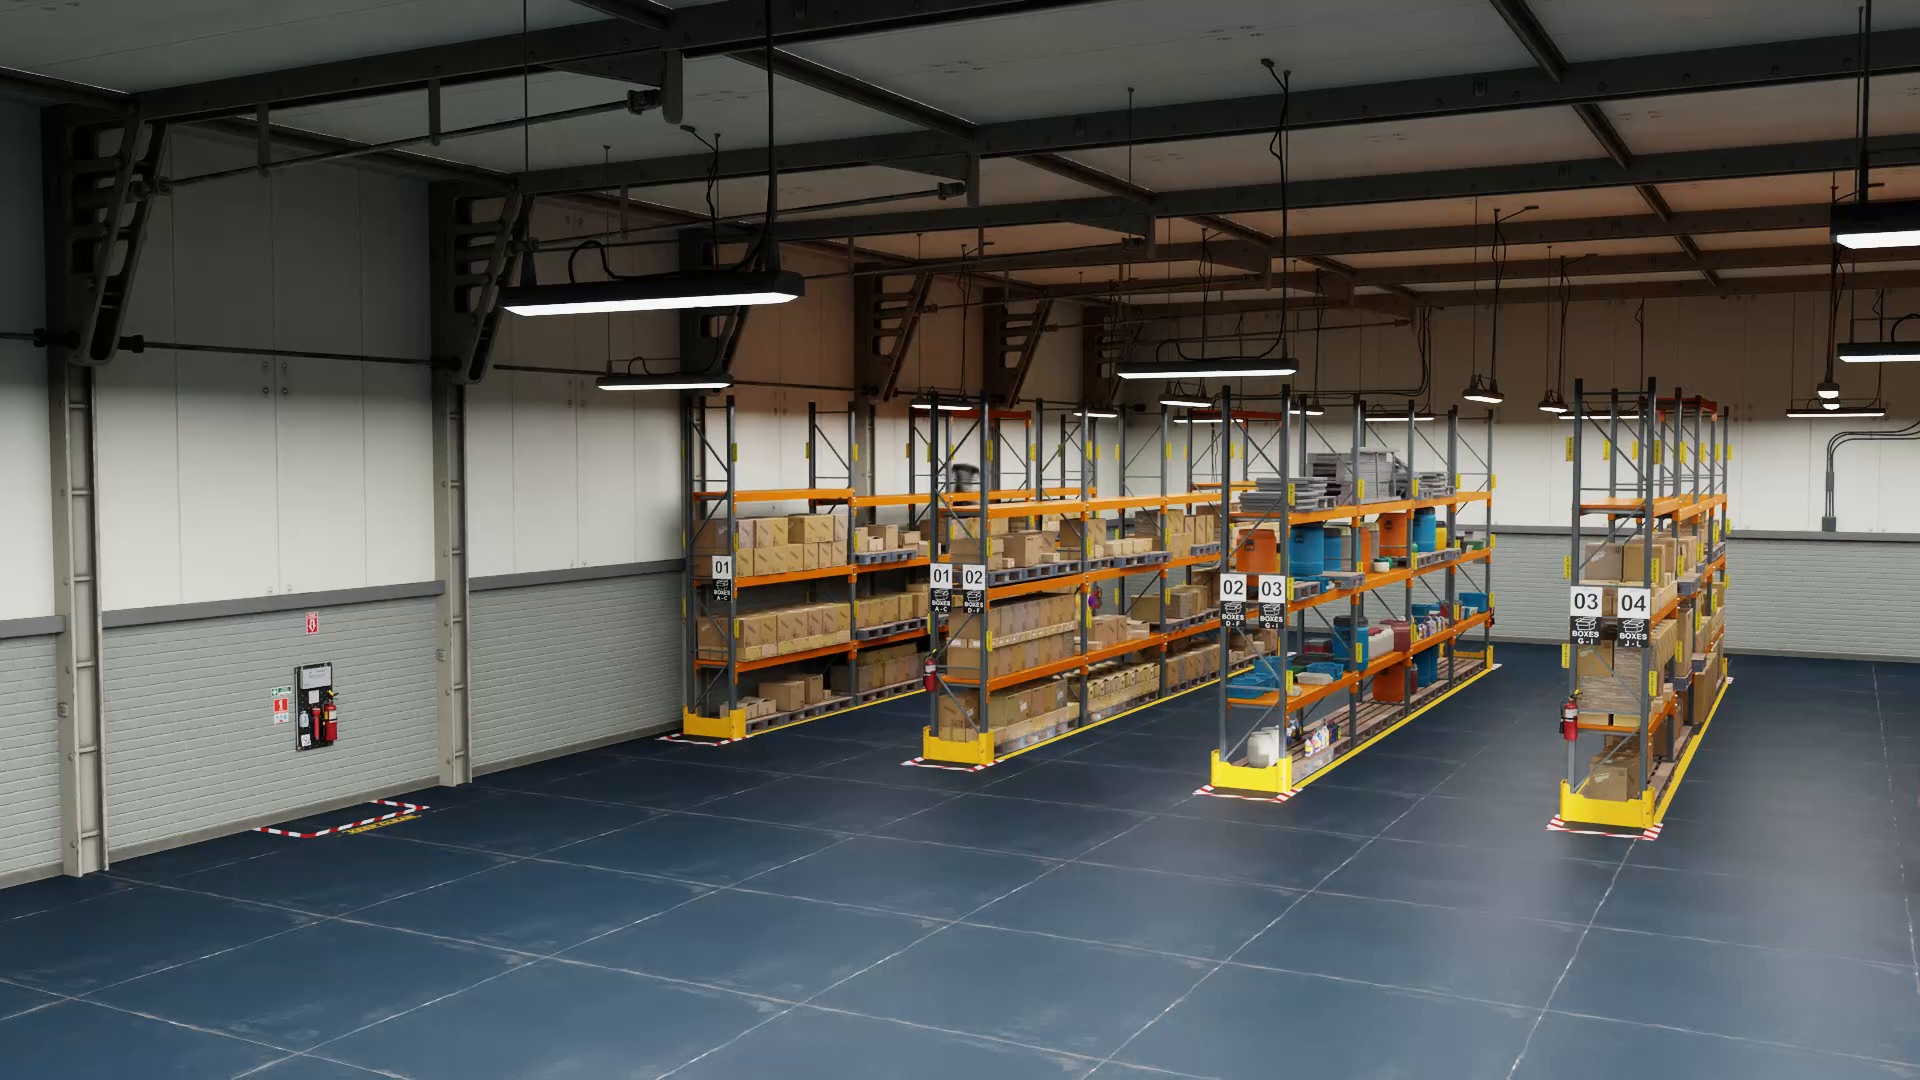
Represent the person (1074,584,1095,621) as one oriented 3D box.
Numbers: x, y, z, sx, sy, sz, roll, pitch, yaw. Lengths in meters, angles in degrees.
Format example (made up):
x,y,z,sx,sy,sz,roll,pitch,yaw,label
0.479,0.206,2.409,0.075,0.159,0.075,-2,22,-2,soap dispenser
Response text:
x,y,z,sx,sy,sz,roll,pitch,yaw,label
2.843,1.885,38.957,0.672,1.847,0.727,1,3,18,person
